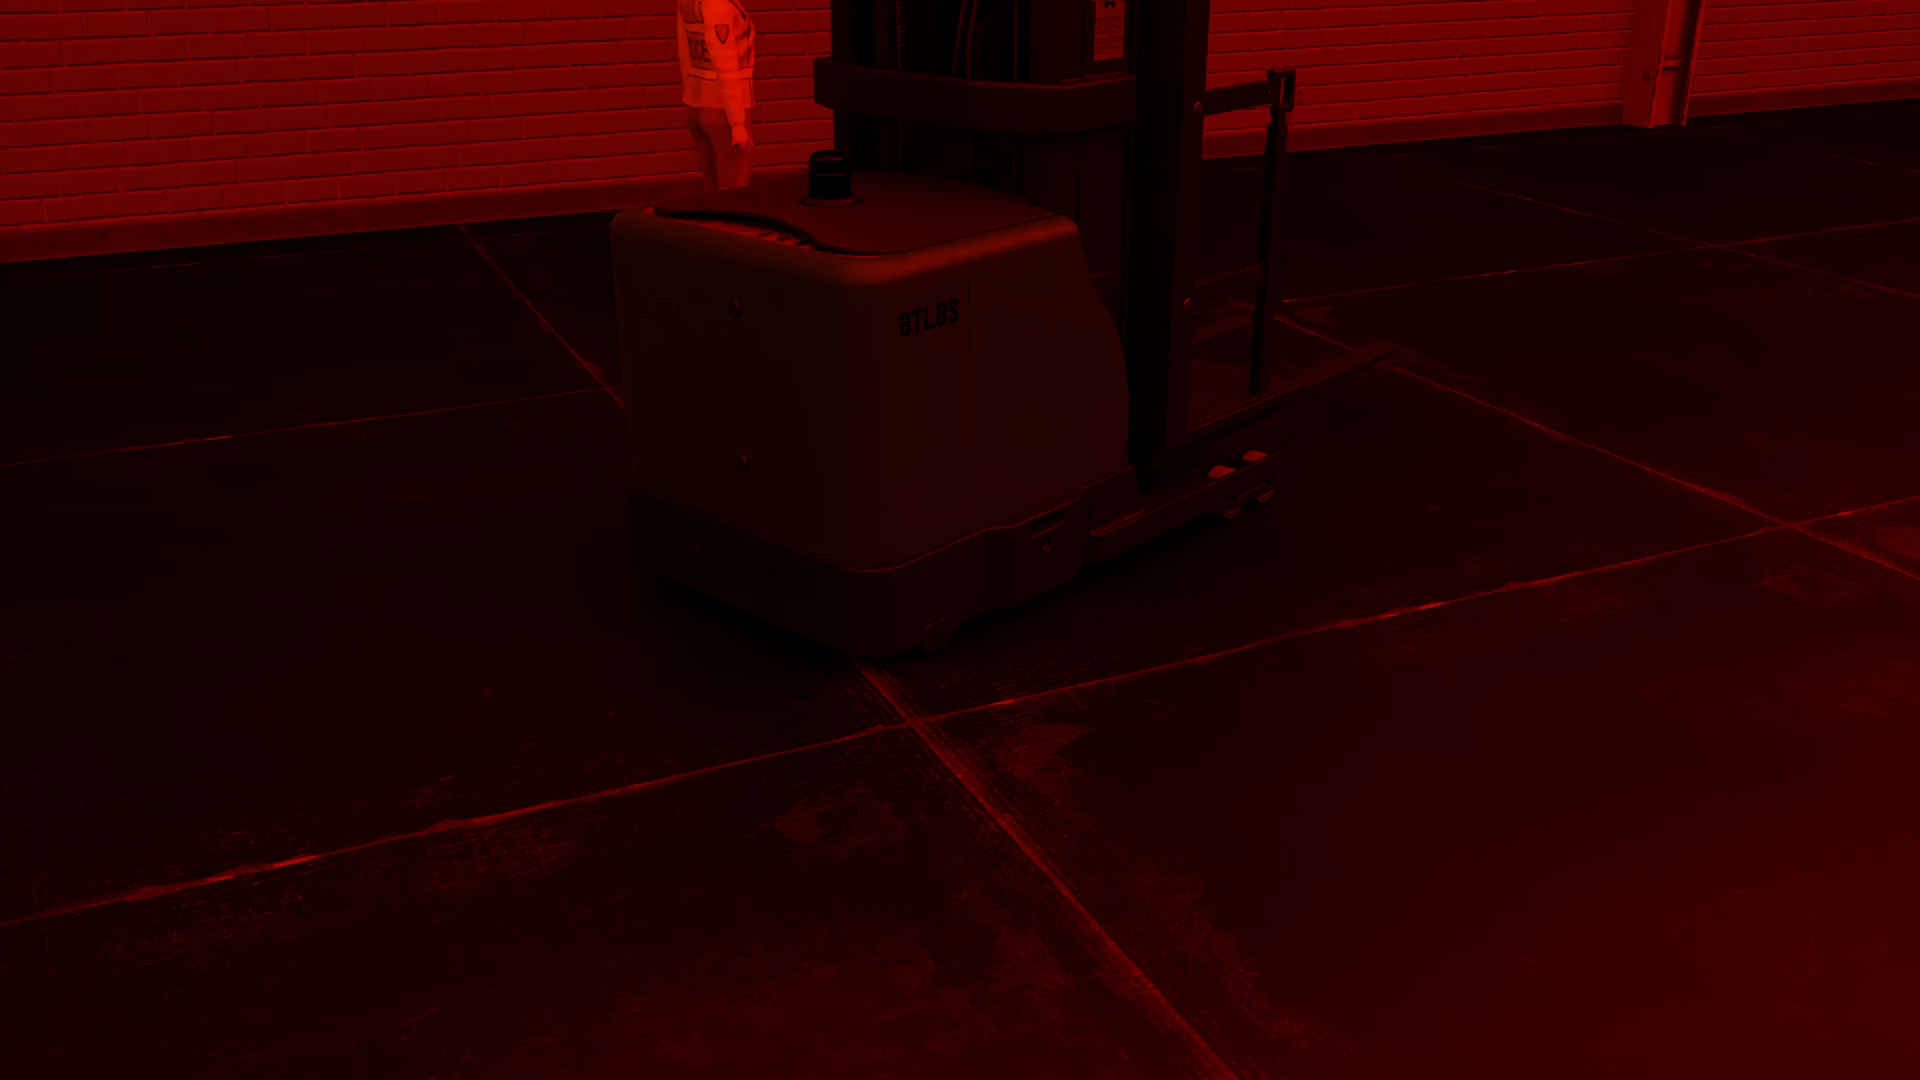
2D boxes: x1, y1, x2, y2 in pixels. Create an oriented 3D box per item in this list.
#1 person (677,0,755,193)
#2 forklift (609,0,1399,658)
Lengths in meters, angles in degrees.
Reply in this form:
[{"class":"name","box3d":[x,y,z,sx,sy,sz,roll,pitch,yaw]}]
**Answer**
[{"class":"person","box3d":[-1.067,-1.917,7.531,0.341,1.688,0.504,-12,26,-27]},{"class":"forklift","box3d":[0.405,-1.538,4.989,1.130,2.935,3.031,19,29,38]}]
